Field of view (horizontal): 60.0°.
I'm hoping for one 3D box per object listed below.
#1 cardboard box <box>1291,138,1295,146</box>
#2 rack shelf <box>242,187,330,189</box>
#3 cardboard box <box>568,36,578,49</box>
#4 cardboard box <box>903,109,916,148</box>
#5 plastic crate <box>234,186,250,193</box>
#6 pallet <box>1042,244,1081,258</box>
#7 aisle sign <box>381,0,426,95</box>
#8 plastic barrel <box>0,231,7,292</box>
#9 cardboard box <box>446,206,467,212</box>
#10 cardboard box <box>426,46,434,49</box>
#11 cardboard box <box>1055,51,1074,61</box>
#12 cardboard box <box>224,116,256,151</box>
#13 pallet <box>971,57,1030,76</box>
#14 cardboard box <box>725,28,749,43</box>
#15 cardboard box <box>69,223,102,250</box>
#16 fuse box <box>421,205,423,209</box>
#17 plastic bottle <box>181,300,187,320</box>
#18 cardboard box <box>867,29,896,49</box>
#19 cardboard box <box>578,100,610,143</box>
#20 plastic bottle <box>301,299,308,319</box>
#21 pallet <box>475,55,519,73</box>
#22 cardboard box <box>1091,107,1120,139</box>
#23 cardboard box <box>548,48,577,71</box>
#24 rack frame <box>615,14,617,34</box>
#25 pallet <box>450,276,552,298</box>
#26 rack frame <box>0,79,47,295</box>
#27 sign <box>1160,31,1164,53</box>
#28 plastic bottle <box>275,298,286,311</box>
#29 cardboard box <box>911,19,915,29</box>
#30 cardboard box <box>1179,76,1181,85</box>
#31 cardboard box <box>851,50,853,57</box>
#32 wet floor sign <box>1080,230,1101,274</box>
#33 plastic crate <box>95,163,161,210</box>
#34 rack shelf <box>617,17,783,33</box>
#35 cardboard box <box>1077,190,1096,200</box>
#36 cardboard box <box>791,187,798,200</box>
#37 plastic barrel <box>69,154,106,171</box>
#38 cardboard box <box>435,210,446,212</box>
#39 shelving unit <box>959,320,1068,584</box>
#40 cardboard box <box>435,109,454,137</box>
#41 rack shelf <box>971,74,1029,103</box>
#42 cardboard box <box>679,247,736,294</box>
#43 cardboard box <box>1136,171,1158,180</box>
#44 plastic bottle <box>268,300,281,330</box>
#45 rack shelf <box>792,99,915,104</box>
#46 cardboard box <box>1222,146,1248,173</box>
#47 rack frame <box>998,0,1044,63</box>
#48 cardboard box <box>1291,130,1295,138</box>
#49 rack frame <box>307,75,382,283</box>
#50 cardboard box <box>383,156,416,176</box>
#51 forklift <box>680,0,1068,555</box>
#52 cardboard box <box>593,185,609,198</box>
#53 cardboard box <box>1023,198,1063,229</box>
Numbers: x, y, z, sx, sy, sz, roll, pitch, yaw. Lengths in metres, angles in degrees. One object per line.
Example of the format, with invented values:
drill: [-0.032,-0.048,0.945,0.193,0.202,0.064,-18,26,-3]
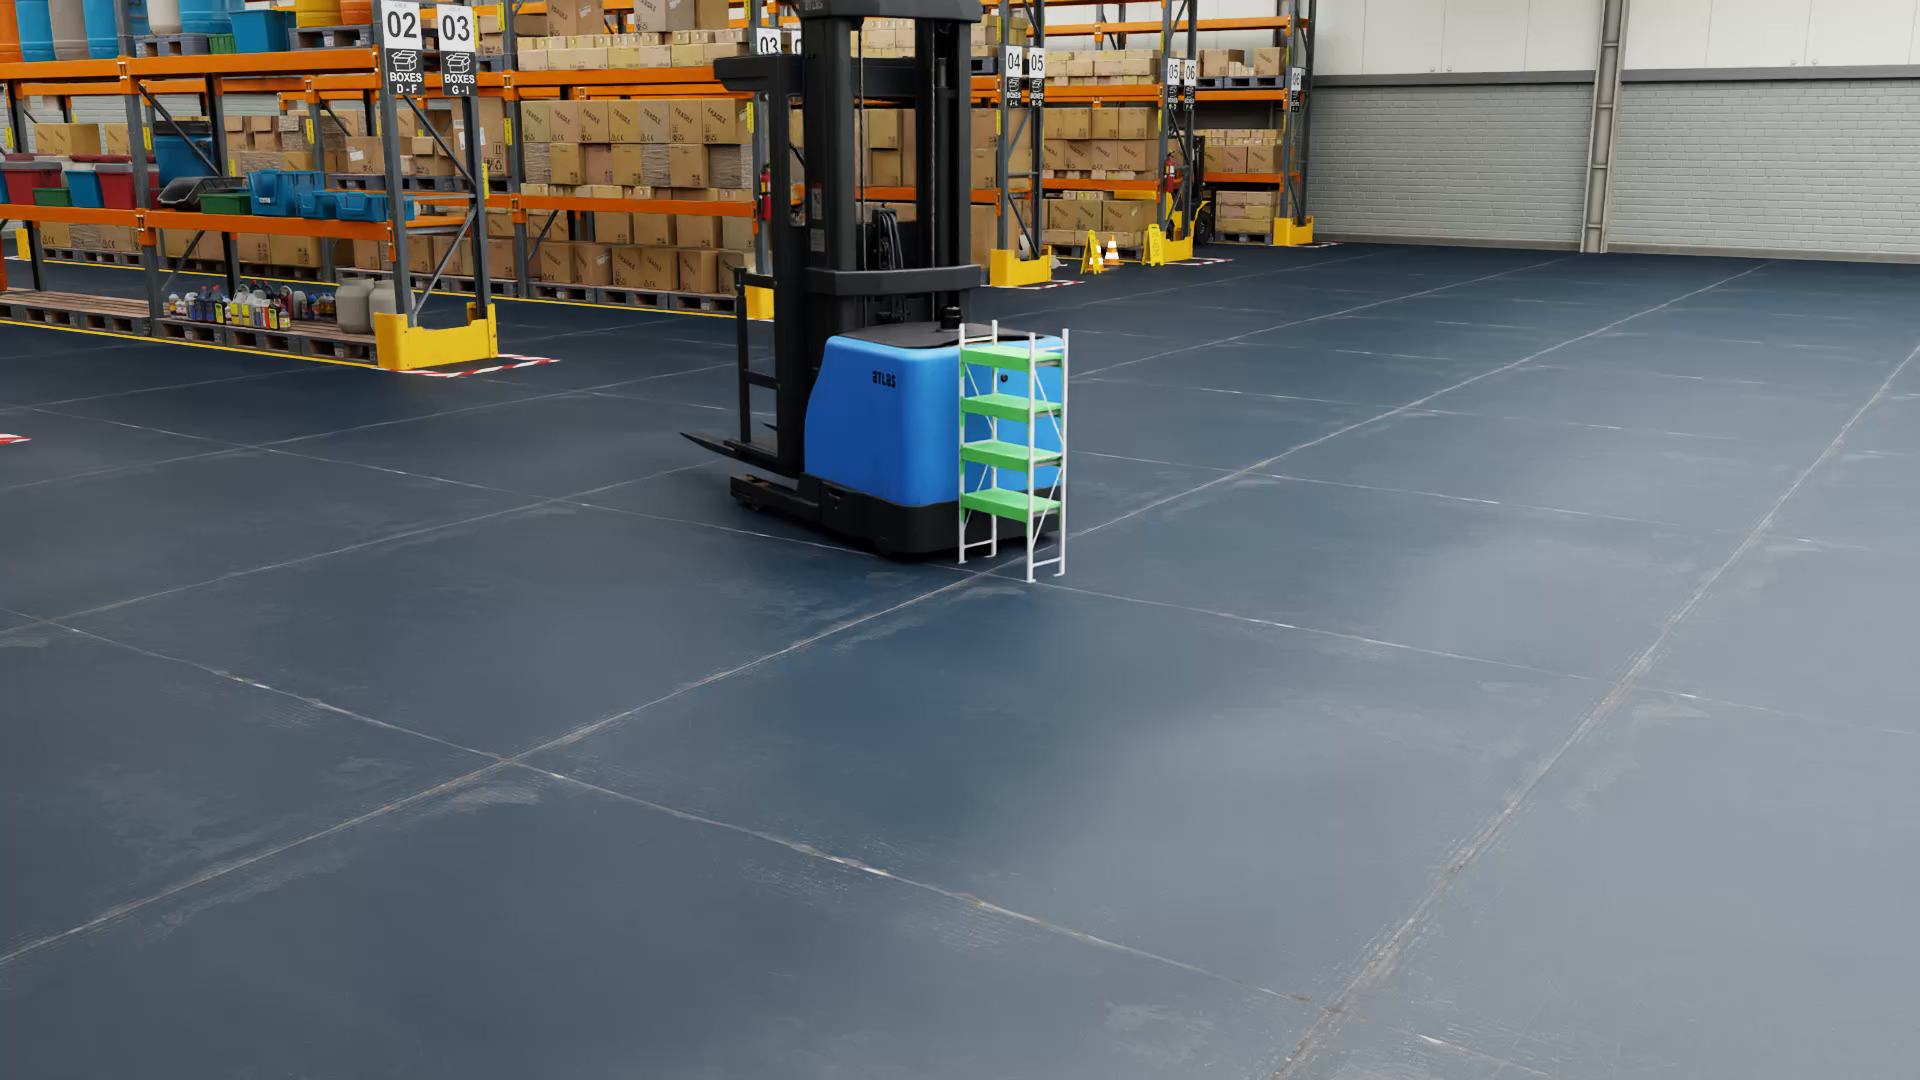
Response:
cardboard box: [6.148,-7.535,31.462,0.250,0.149,0.380,9,16,31]
rack shelf: [-10.311,-5.100,24.681,4.000,0.370,1.077,9,17,33]
cardboard box: [-4.535,-6.030,20.178,0.250,0.149,0.380,10,17,34]
cardboard box: [-0.344,-5.896,23.839,0.550,0.550,0.875,9,17,33]
plastic crate: [-7.027,-3.491,16.992,0.616,0.251,0.499,9,17,33]
pallet: [1.792,-5.021,28.666,1.213,0.211,1.003,9,17,33]
aisle sign: [-4.884,-4.314,14.597,0.004,0.787,0.394,9,17,33]
plastic barrel: [-11.831,-3.406,19.984,0.708,0.830,0.600,9,17,33]
cardboard box: [-8.653,-5.896,29.165,0.500,0.250,0.500,8,16,30]
cardboard box: [-6.944,-6.423,21.897,0.250,0.166,0.380,9,16,31]
cardboard box: [1.781,-7.991,27.483,0.250,0.149,0.380,10,17,34]
cardboard box: [-10.349,-5.995,24.501,0.637,0.503,0.797,10,17,35]
pallet: [0.217,-6.594,23.162,1.213,0.211,1.003,9,17,33]
cardboard box: [-2.418,-5.660,18.686,0.250,0.149,0.380,9,17,33]
cardboard box: [-13.959,-5.235,27.275,0.875,0.875,0.875,9,17,33]
fuse box: [-13.157,-8.756,40.631,0.414,1.711,0.539,9,17,33]
plastic bottle: [-7.908,-2.355,17.003,0.097,0.201,0.097,0,14,0]
cardboard box: [-0.972,-7.076,23.535,0.500,0.250,0.500,9,17,33]
cardboard box: [-4.271,-5.078,20.187,0.500,0.500,0.500,9,17,33]
plastic bottle: [-6.728,-2.382,17.110,0.097,0.201,0.097,0,14,0]
pallet: [-5.785,-6.114,21.427,1.003,0.211,1.213,9,17,33]
cardboard box: [2.556,-6.857,27.373,0.500,0.500,0.700,9,17,33]
cardboard box: [-4.660,-5.847,20.269,0.500,0.250,0.500,9,17,32]
rack frame: [-6.440,-10.606,32.940,0.127,3.000,1.000,9,17,33]
pallet: [-5.979,-3.395,22.100,1.213,0.211,1.003,9,17,33]
rack frame: [-11.416,-4.194,19.522,0.127,3.000,1.000,9,17,33]
sign: [3.191,-7.862,26.257,0.005,0.325,0.100,9,17,33]
plastic bottle: [-6.681,-2.235,16.348,0.133,0.283,0.061,9,17,33]
cardboard box: [-0.471,-7.171,23.089,0.250,0.149,0.380,9,17,33]
cardboard box: [3.423,-7.528,27.271,0.250,0.149,0.380,9,17,33]
cardboard box: [-1.523,-6.954,23.871,0.250,0.149,0.380,9,16,32]
wet floor sign: [1.968,-4.332,24.980,0.232,0.644,0.267,6,15,23]
plastic crate: [-8.669,-3.692,17.363,0.583,0.464,0.402,9,17,33]
rack shelf: [-4.780,-9.794,31.991,4.000,0.370,1.077,9,17,33]
cardboard box: [2.158,-5.758,27.779,0.250,0.149,0.380,10,17,34]
cardboard box: [-2.117,-4.072,19.554,0.250,0.149,0.380,9,17,33]
plastic barrel: [-9.736,-4.052,18.666,0.433,0.535,0.433,0,14,0]
cardboard box: [-9.484,-5.938,30.390,0.250,0.149,0.380,10,17,36]
shelving unit: [0.253,-0.437,8.094,0.258,1.200,0.503,-12,18,-41]
cardboard box: [-9.357,-7.481,29.892,0.500,0.500,0.500,10,17,34]
rack shelf: [-0.821,-6.459,23.927,4.000,0.370,1.077,9,17,33]
cardboard box: [-3.037,-3.259,20.075,0.500,0.500,0.500,-12,18,-39]
cardboard box: [3.088,-5.970,27.220,0.250,0.149,0.380,10,17,35]
plastic bottle: [-6.653,-2.187,16.152,0.133,0.283,0.061,10,17,34]
rack shelf: [-2.013,-9.523,36.303,4.000,0.370,1.077,9,17,33]
cardboard box: [5.304,-7.208,31.491,0.500,0.500,0.500,10,17,35]
rack frame: [0.839,-7.996,22.397,0.127,3.000,1.000,9,17,33]
cardboard box: [6.125,-7.670,31.388,0.250,0.149,0.380,9,16,32]
rack frame: [-8.652,-5.181,23.512,0.127,3.000,1.000,9,17,33]
cardboard box: [-7.389,-5.042,22.386,0.500,0.250,0.500,9,16,31]
forklift: [-0.677,-1.648,9.381,1.130,2.935,3.031,-9,17,-33]
cardboard box: [-4.271,-4.271,20.359,0.250,0.149,0.380,9,17,33]
cardboard box: [1.417,-5.582,28.417,0.500,0.500,0.500,10,17,36]
